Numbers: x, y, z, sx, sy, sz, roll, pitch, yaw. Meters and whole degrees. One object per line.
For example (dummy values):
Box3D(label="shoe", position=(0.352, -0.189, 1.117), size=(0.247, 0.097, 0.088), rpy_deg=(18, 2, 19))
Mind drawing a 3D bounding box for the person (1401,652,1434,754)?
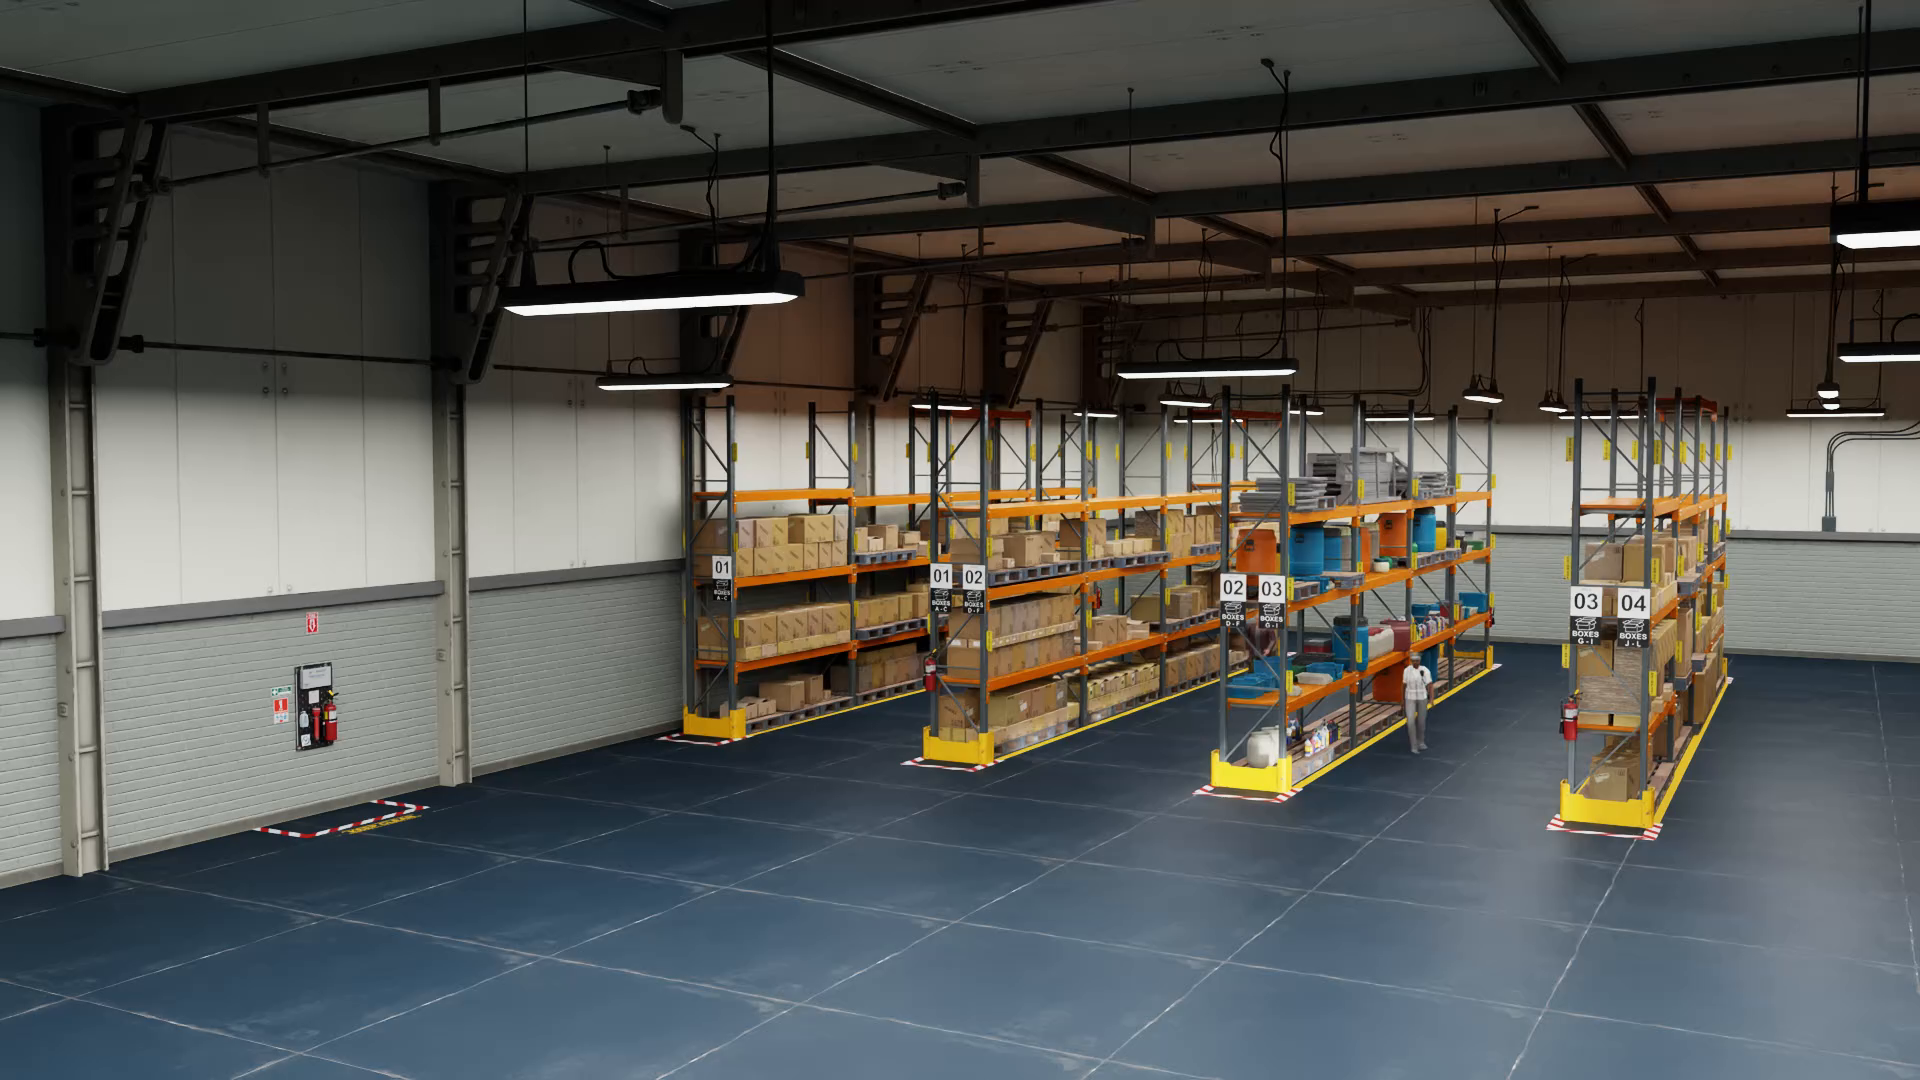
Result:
Box3D(label="person", position=(7.683, 2.718, 27.914), size=(0.540, 1.700, 0.607), rpy_deg=(1, 3, 17))

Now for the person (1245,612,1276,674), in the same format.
Box3D(label="person", position=(6.140, 2.384, 34.052), size=(0.697, 1.838, 0.759), rpy_deg=(2, 3, 30))
